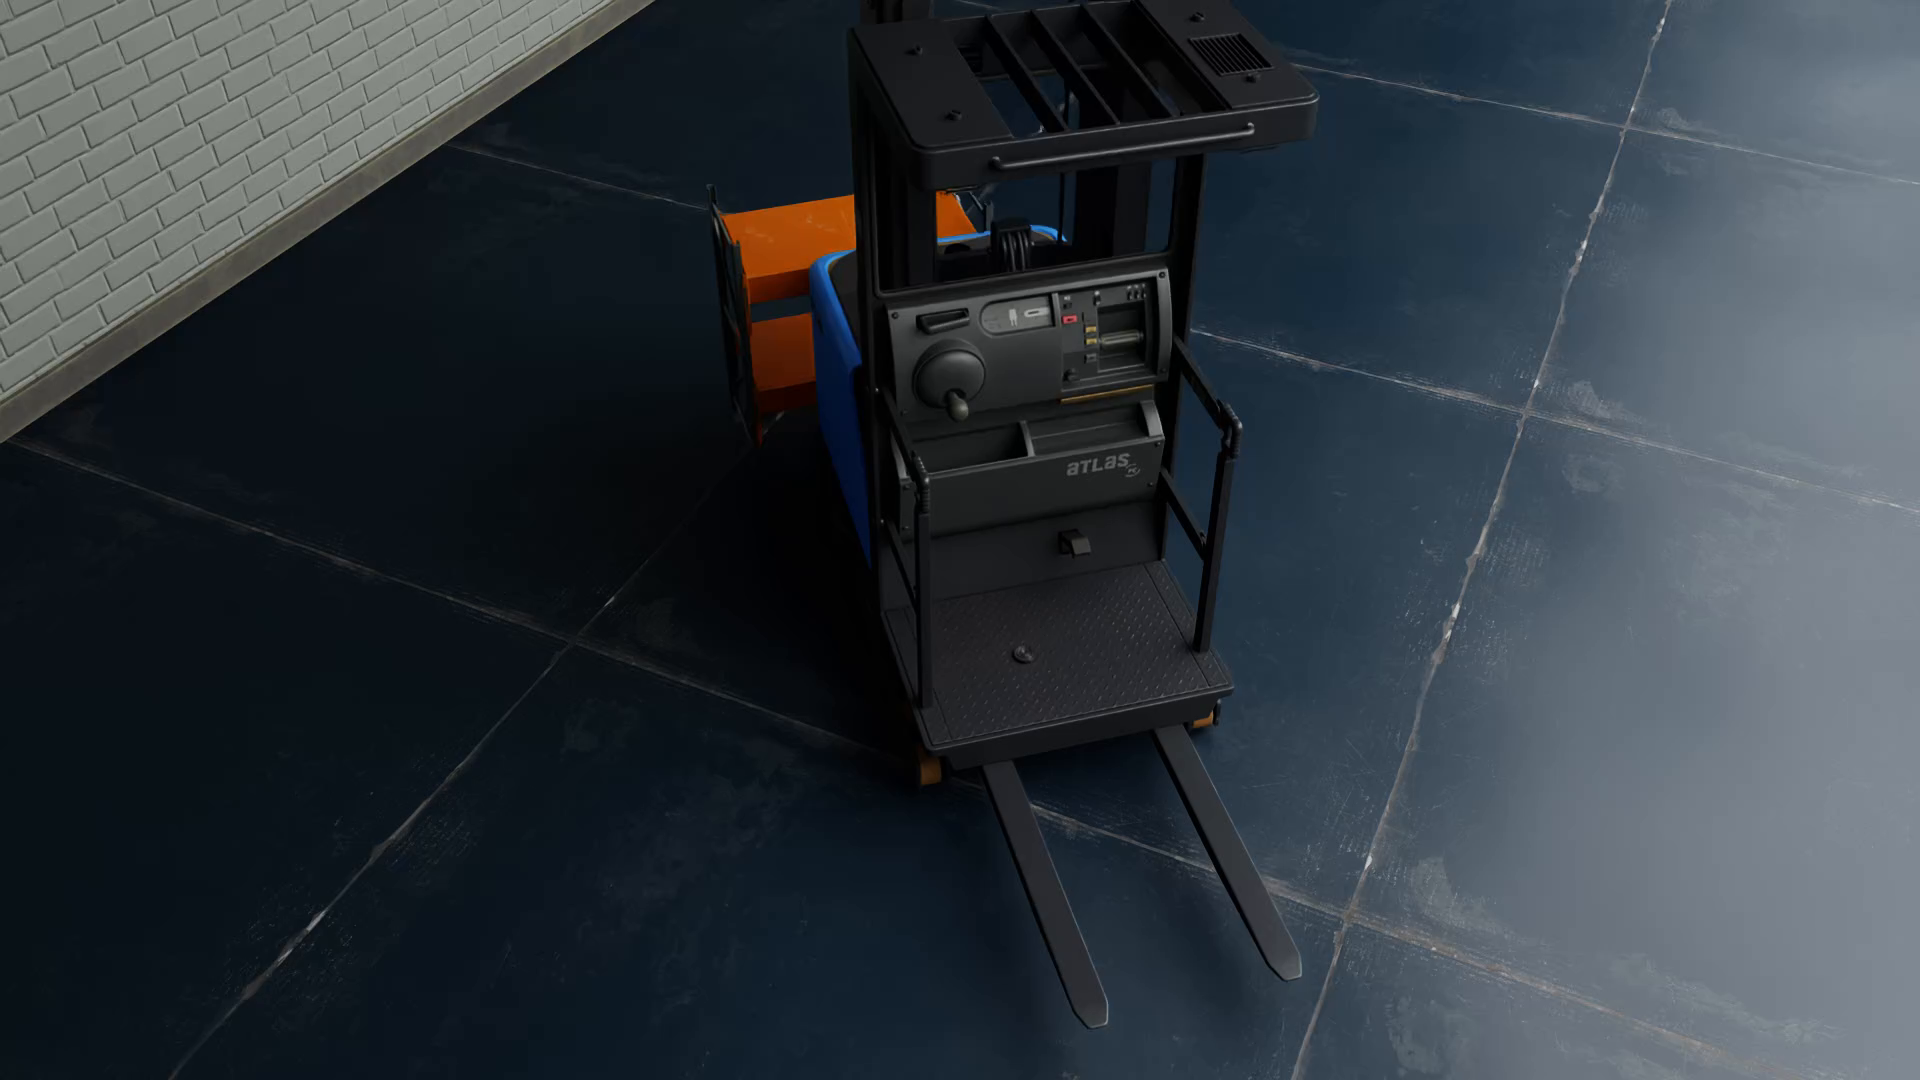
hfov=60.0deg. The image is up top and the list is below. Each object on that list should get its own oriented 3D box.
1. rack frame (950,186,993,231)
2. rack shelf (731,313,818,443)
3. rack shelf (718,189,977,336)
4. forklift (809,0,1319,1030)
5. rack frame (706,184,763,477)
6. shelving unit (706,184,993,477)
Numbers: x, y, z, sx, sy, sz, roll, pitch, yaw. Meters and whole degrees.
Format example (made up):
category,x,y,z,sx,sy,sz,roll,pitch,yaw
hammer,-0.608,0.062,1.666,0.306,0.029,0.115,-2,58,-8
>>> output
category,x,y,z,sx,sy,sz,roll,pitch,yaw
rack frame,0.039,-1.056,7.110,0.032,1.125,0.500,-12,42,-14
rack shelf,-0.444,-0.768,7.151,1.000,0.278,0.538,-12,42,-14
rack shelf,-0.445,-1.174,6.799,1.000,0.278,0.538,-12,42,-14
forklift,0.289,-0.545,5.141,1.130,2.935,3.031,-10,42,-12
rack frame,-0.928,-0.850,6.872,0.032,1.125,0.500,-12,42,-14
shelving unit,-0.444,-0.953,6.991,1.048,1.125,0.538,-12,42,-14
